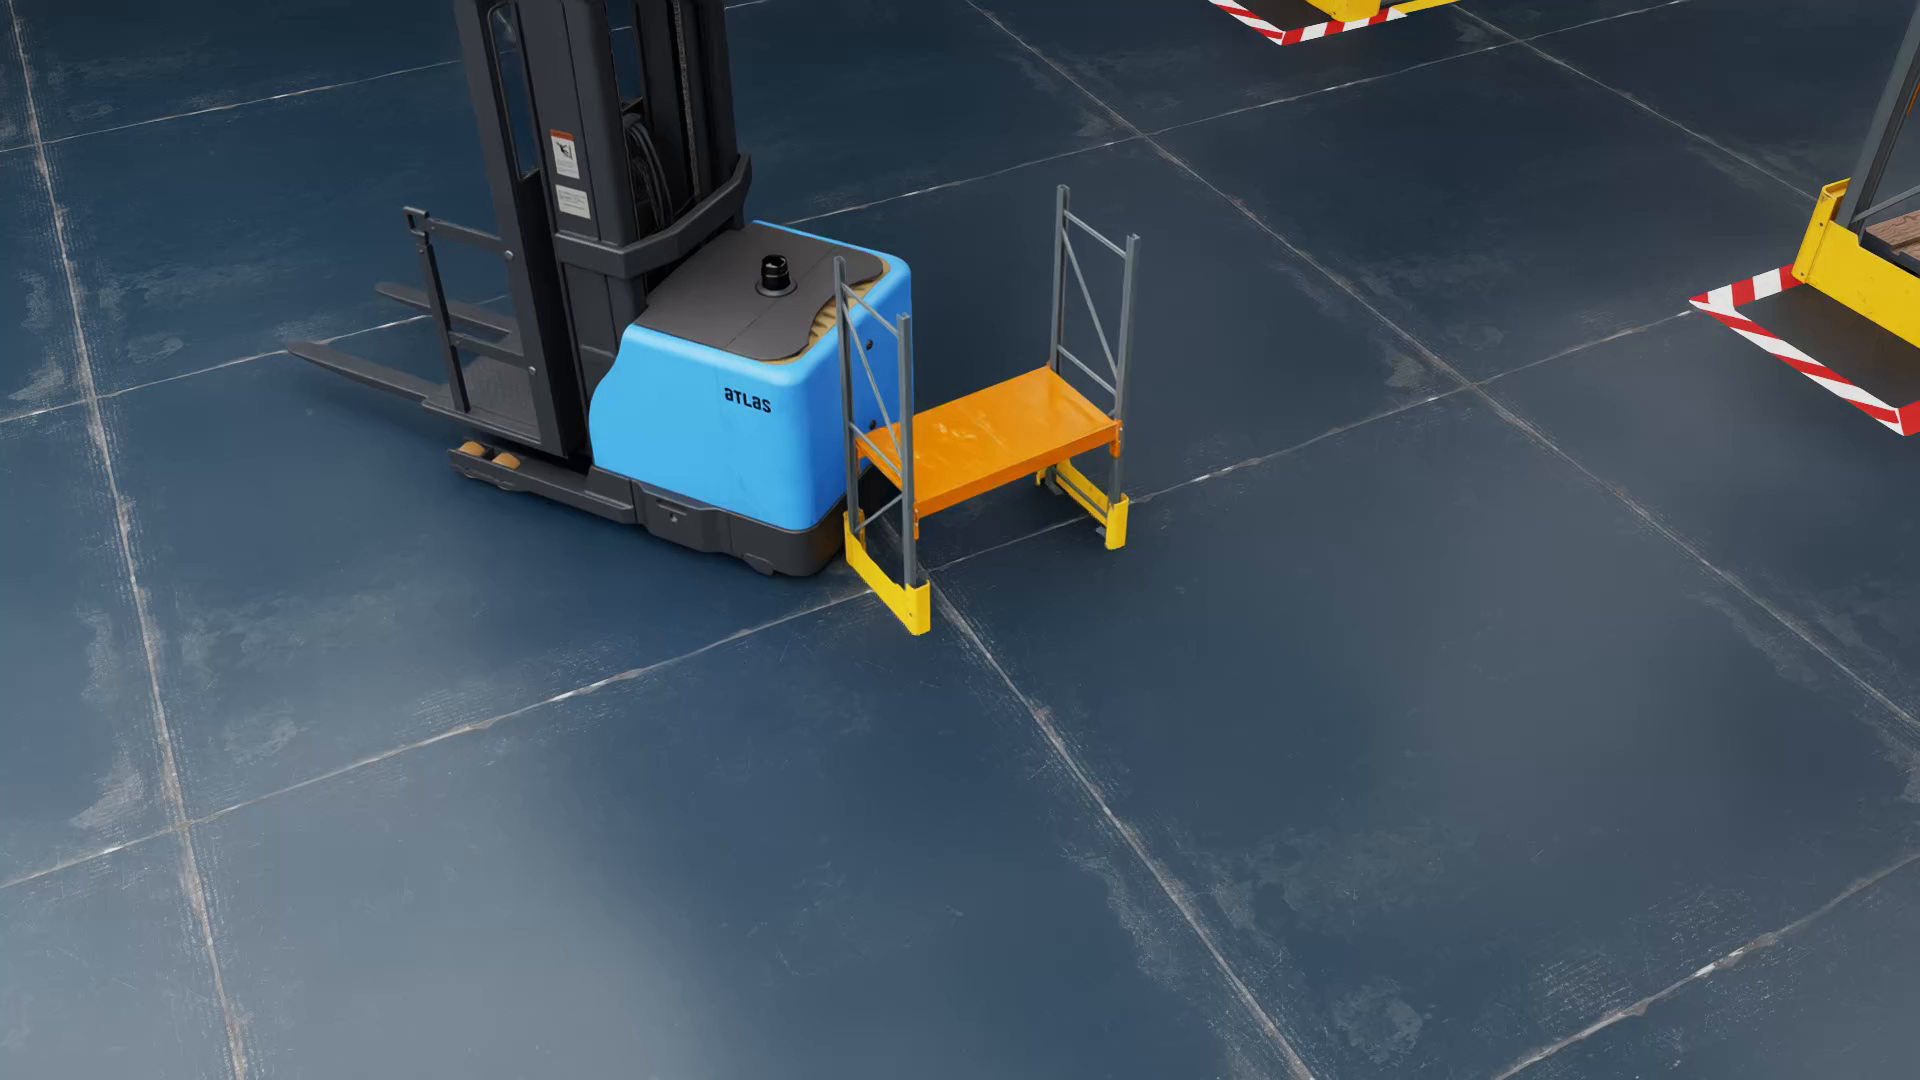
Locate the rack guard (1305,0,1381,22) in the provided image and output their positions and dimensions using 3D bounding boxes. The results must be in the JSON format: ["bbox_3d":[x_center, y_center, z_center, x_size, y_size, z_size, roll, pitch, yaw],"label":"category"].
[{"bbox_3d":[2.517,-4.131,11.744,0.348,0.500,1.175,-19,44,-21],"label":"rack guard"}]

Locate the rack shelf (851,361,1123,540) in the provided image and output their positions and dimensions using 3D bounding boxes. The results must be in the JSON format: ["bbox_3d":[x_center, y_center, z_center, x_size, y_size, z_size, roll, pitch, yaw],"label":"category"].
[{"bbox_3d":[0.105,-0.384,6.821,1.000,0.185,0.538,-23,45,-24],"label":"rack shelf"}]

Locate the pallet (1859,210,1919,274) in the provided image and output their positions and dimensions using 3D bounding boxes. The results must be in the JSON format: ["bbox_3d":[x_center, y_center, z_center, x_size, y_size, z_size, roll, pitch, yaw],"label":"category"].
[{"bbox_3d":[5.592,-1.478,8.832,1.213,0.211,1.003,-19,44,-21],"label":"pallet"}]

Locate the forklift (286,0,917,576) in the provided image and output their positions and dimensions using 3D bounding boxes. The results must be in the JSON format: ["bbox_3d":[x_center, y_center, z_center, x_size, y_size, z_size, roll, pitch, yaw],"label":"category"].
[{"bbox_3d":[-1.744,-1.628,6.905,3.031,2.935,1.130,18,43,20],"label":"forklift"}]

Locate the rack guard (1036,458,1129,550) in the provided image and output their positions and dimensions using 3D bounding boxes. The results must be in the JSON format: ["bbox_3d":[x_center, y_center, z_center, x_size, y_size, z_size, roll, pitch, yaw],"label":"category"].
[{"bbox_3d":[0.532,-0.221,7.318,0.087,0.250,0.587,-23,45,-24],"label":"rack guard"}]

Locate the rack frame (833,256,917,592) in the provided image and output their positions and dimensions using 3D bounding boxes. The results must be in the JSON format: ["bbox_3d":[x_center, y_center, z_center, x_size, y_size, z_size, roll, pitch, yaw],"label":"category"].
[{"bbox_3d":[-0.322,-0.343,6.495,0.032,1.500,0.500,-23,45,-24],"label":"rack frame"}]

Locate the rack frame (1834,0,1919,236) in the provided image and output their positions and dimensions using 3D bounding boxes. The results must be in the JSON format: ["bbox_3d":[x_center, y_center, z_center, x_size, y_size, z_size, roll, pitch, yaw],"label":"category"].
[{"bbox_3d":[4.823,-2.253,7.590,0.127,3.000,1.000,-19,44,-21],"label":"rack frame"}]

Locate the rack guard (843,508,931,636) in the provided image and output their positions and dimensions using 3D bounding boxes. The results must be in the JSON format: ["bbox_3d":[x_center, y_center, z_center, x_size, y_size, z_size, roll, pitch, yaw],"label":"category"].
[{"bbox_3d":[-0.306,0.127,6.907,0.087,0.250,0.587,-23,45,-24],"label":"rack guard"}]

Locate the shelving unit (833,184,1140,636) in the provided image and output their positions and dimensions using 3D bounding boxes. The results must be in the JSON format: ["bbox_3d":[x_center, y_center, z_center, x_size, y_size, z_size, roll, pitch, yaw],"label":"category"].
[{"bbox_3d":[0.113,-0.524,6.709,1.083,1.500,0.587,-23,45,-24],"label":"shelving unit"}]

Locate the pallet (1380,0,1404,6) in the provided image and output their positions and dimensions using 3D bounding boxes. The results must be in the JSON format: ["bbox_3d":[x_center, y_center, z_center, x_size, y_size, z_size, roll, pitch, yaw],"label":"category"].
[{"bbox_3d":[3.197,-4.281,12.143,1.213,0.211,1.003,-19,44,-21],"label":"pallet"}]

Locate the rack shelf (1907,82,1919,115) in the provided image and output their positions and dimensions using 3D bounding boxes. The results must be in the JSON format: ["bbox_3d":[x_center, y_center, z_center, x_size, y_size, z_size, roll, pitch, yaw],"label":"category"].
[{"bbox_3d":[6.597,-2.575,8.528,4.000,0.370,1.077,-19,44,-21],"label":"rack shelf"}]

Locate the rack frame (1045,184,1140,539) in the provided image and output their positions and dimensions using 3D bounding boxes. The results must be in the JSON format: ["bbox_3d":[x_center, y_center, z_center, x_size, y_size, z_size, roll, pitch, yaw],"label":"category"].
[{"bbox_3d":[0.533,-0.699,6.915,0.032,1.500,0.500,-23,45,-24],"label":"rack frame"}]

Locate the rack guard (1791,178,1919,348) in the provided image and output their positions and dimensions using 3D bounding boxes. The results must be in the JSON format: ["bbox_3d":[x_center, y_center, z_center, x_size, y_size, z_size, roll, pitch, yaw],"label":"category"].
[{"bbox_3d":[4.869,-1.349,8.456,0.348,0.500,1.175,-19,44,-21],"label":"rack guard"}]
